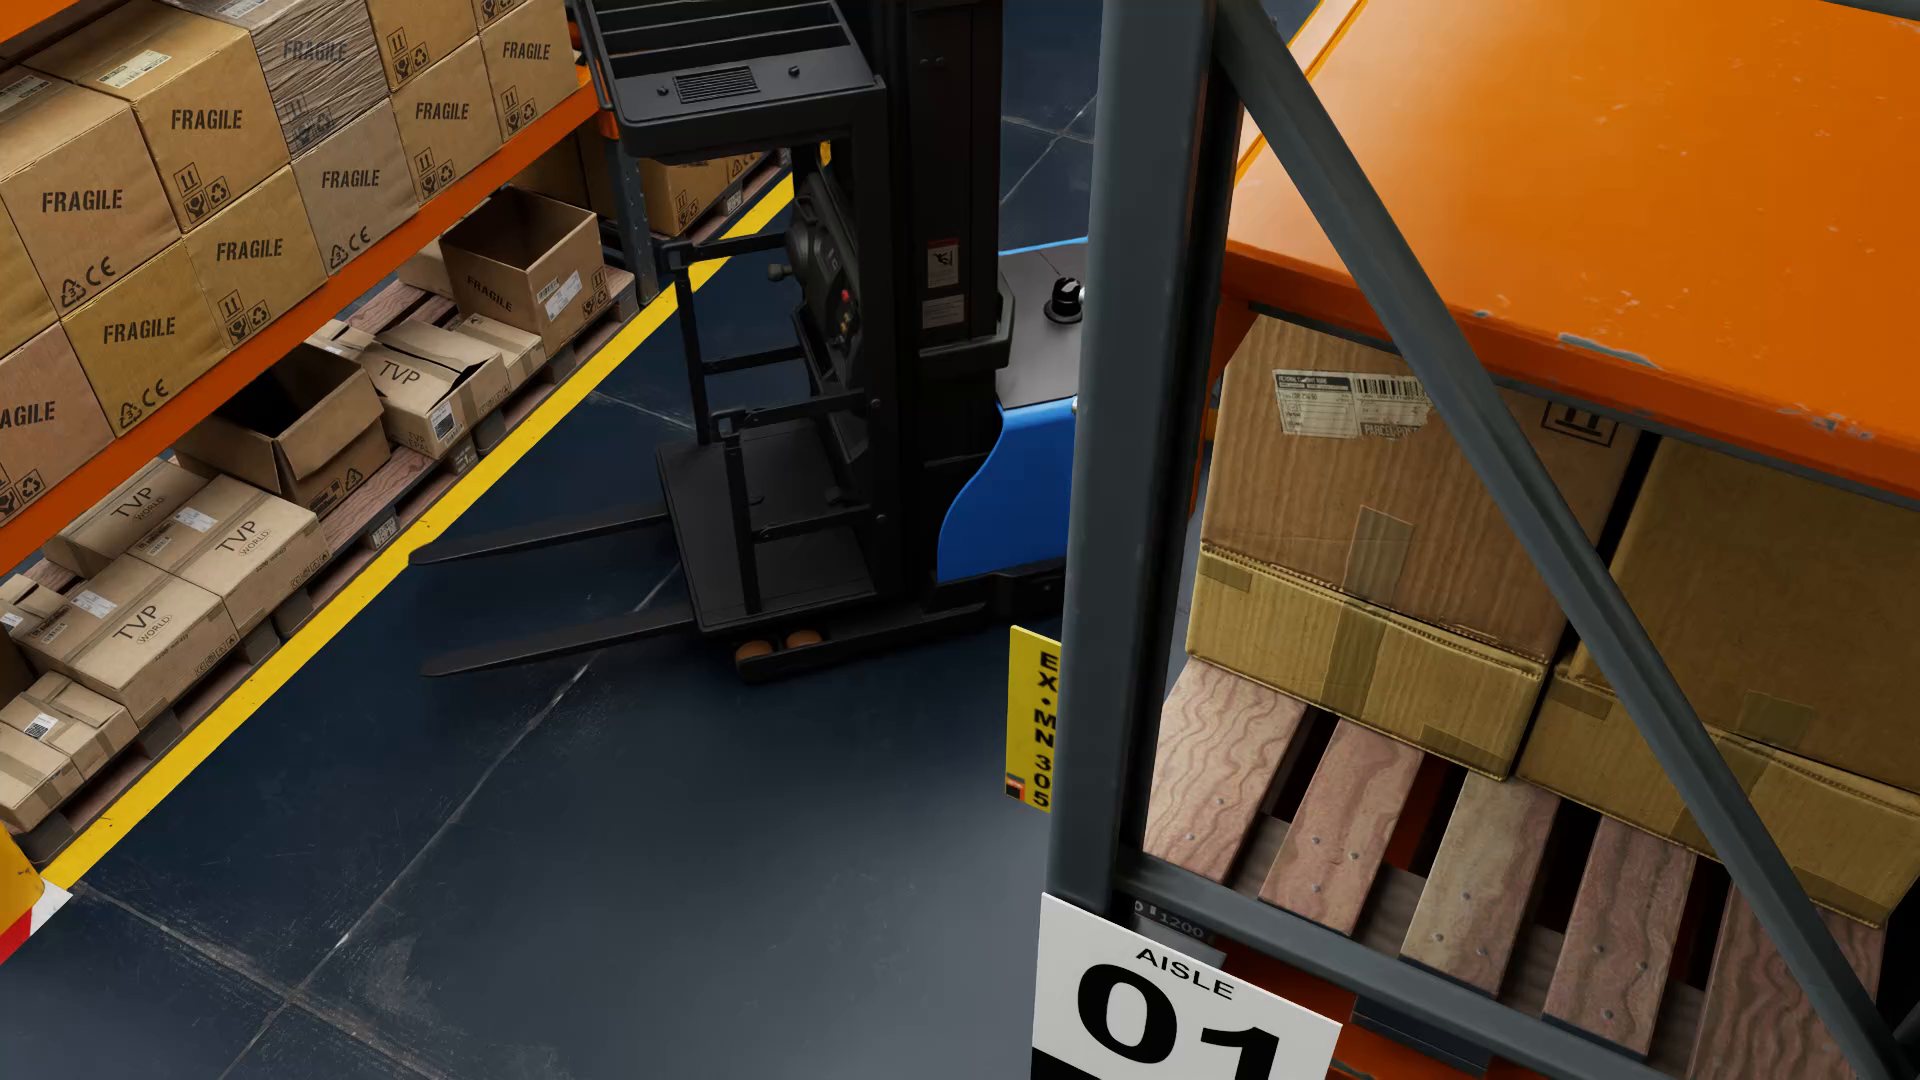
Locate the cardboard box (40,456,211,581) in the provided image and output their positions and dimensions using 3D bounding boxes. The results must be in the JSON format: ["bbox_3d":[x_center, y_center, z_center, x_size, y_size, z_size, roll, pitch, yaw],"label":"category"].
[{"bbox_3d":[-3.310,-0.079,6.622,0.500,0.250,0.500,20,49,19],"label":"cardboard box"}]

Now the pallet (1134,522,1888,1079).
[{"bbox_3d":[0.913,0.261,2.616,1.003,0.211,1.213,20,49,19],"label":"pallet"}]

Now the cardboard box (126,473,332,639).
[{"bbox_3d":[-2.844,0.055,6.490,0.500,0.250,0.500,20,49,19],"label":"cardboard box"}]

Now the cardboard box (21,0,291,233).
[{"bbox_3d":[-2.665,-1.423,5.554,0.500,0.500,0.500,20,49,19],"label":"cardboard box"}]

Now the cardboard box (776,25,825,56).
[{"bbox_3d":[-1.038,-2.550,8.890,0.500,0.500,0.500,21,49,20],"label":"cardboard box"}]

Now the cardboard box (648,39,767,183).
[{"bbox_3d":[-1.277,-2.238,8.581,0.500,0.500,0.500,21,49,20],"label":"cardboard box"}]

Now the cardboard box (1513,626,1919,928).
[{"bbox_3d":[1.134,0.192,2.362,0.500,0.250,0.500,23,50,21],"label":"cardboard box"}]

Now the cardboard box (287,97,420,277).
[{"bbox_3d":[-2.434,-1.384,6.218,0.500,0.500,0.500,22,49,20],"label":"cardboard box"}]

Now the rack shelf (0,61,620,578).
[{"bbox_3d":[-2.883,-0.885,6.301,1.077,0.370,4.000,20,49,19],"label":"rack shelf"}]

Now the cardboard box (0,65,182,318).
[{"bbox_3d":[-2.900,-1.103,5.237,0.500,0.500,0.500,21,49,20],"label":"cardboard box"}]

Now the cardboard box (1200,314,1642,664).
[{"bbox_3d":[0.676,-0.244,2.266,0.500,0.500,0.500,20,49,19],"label":"cardboard box"}]

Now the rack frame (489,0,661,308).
[{"bbox_3d":[-1.955,-2.398,7.291,1.000,3.000,0.127,20,49,19],"label":"rack frame"}]

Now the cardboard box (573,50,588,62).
[{"bbox_3d":[-1.743,-2.388,8.729,0.500,0.500,0.500,21,49,19],"label":"cardboard box"}]

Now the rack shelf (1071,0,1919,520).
[{"bbox_3d":[1.506,-1.220,2.696,1.077,0.370,4.000,20,49,19],"label":"rack shelf"}]

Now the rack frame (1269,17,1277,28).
[{"bbox_3d":[1.112,-1.736,7.692,0.500,1.500,0.032,7,46,7],"label":"rack frame"}]

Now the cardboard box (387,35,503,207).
[{"bbox_3d":[-2.198,-1.708,6.539,0.500,0.500,0.500,22,49,20],"label":"cardboard box"}]

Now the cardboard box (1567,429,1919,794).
[{"bbox_3d":[1.130,-0.073,2.097,0.500,0.500,0.500,19,48,18],"label":"cardboard box"}]

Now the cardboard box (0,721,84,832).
[{"bbox_3d":[-3.313,0.819,5.806,0.380,0.149,0.250,20,49,19],"label":"cardboard box"}]

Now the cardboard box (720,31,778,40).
[{"bbox_3d":[-1.050,-2.792,8.601,0.500,0.250,0.500,21,49,19],"label":"cardboard box"}]

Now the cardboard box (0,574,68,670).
[{"bbox_3d":[-3.510,0.314,6.293,0.380,0.166,0.250,20,49,19],"label":"cardboard box"}]

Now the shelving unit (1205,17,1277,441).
[{"bbox_3d":[1.023,-1.374,7.333,0.587,1.500,1.083,7,46,7],"label":"shelving unit"}]

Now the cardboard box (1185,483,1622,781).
[{"bbox_3d":[0.682,0.022,2.530,0.500,0.250,0.500,22,49,20],"label":"cardboard box"}]

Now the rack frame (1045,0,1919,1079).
[{"bbox_3d":[0.578,-0.354,1.053,1.000,3.000,0.127,20,49,19],"label":"rack frame"}]

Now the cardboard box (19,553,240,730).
[{"bbox_3d":[-3.076,0.370,6.179,0.500,0.250,0.500,20,49,19],"label":"cardboard box"}]

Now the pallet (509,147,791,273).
[{"bbox_3d":[-1.611,-1.943,8.801,1.003,0.211,1.213,20,49,19],"label":"pallet"}]

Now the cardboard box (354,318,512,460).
[{"bbox_3d":[-2.316,-0.682,7.176,0.500,0.311,0.500,20,49,19],"label":"cardboard box"}]

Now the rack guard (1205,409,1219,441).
[{"bbox_3d":[0.937,-0.586,7.433,0.587,0.250,0.087,7,46,7],"label":"rack guard"}]

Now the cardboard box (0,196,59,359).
[{"bbox_3d":[-3.136,-0.789,4.927,0.500,0.500,0.500,21,49,19],"label":"cardboard box"}]

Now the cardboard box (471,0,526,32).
[{"bbox_3d":[-1.960,-2.380,6.500,0.500,0.500,0.500,21,49,19],"label":"cardboard box"}]

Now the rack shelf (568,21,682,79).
[{"bbox_3d":[-1.027,-3.405,8.792,1.077,0.370,4.000,20,49,19],"label":"rack shelf"}]

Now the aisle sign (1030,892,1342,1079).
[{"bbox_3d":[0.278,0.788,2.315,0.394,0.787,0.004,20,49,19],"label":"aisle sign"}]

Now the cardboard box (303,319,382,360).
[{"bbox_3d":[-2.734,-0.815,7.409,0.380,0.166,0.250,20,49,19],"label":"cardboard box"}]

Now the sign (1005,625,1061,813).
[{"bbox_3d":[0.103,0.229,2.018,0.100,0.325,0.005,20,49,19],"label":"sign"}]

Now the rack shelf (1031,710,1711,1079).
[{"bbox_3d":[1.506,-0.306,3.620,1.077,0.370,4.000,20,49,19],"label":"rack shelf"}]

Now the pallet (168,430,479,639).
[{"bbox_3d":[-2.840,-0.214,7.093,1.003,0.211,1.213,20,49,19],"label":"pallet"}]

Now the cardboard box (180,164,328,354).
[{"bbox_3d":[-2.668,-1.062,5.900,0.500,0.500,0.500,21,49,20],"label":"cardboard box"}]

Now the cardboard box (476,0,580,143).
[{"bbox_3d":[-1.960,-2.033,6.860,0.500,0.500,0.500,21,49,20],"label":"cardboard box"}]

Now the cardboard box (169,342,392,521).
[{"bbox_3d":[-2.823,-0.490,6.851,0.797,0.503,0.637,20,49,19],"label":"cardboard box"}]

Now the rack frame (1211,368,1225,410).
[{"bbox_3d":[0.936,-1.024,6.988,0.500,1.500,0.032,7,46,7],"label":"rack frame"}]

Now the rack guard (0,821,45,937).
[{"bbox_3d":[-3.777,0.953,5.737,1.175,0.500,0.348,20,49,19],"label":"rack guard"}]

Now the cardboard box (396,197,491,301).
[{"bbox_3d":[-2.341,-1.414,7.900,0.500,0.311,0.500,20,49,19],"label":"cardboard box"}]

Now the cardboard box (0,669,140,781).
[{"bbox_3d":[-3.197,0.655,5.956,0.380,0.166,0.250,20,49,19],"label":"cardboard box"}]

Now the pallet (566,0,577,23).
[{"bbox_3d":[-1.487,-2.798,7.821,1.003,0.211,1.213,20,49,19],"label":"pallet"}]

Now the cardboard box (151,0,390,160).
[{"bbox_3d":[-2.430,-1.739,5.867,0.500,0.500,0.500,21,49,19],"label":"cardboard box"}]

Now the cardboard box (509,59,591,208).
[{"bbox_3d":[-1.980,-2.079,8.424,0.500,0.500,0.500,20,49,19],"label":"cardboard box"}]

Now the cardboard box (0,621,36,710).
[{"bbox_3d":[-3.778,0.422,5.952,0.500,0.500,0.500,20,49,19],"label":"cardboard box"}]

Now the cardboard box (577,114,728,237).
[{"bbox_3d":[-1.515,-1.898,8.245,0.500,0.500,0.500,18,48,17],"label":"cardboard box"}]

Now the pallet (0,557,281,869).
[{"bbox_3d":[-3.407,0.552,6.336,1.003,0.211,1.213,20,49,19],"label":"pallet"}]

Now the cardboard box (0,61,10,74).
[{"bbox_3d":[-3.378,-1.283,5.415,0.500,0.500,0.500,22,49,20],"label":"cardboard box"}]

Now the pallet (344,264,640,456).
[{"bbox_3d":[-2.275,-0.985,7.855,1.003,0.211,1.213,20,49,19],"label":"pallet"}]

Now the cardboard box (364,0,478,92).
[{"bbox_3d":[-2.196,-2.057,6.180,0.500,0.500,0.500,20,49,18],"label":"cardboard box"}]

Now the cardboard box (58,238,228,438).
[{"bbox_3d":[-2.902,-0.748,5.590,0.500,0.500,0.500,20,49,19],"label":"cardboard box"}]

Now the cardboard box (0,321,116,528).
[{"bbox_3d":[-3.137,-0.432,5.278,0.500,0.500,0.500,20,49,19],"label":"cardboard box"}]

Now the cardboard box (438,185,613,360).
[{"bbox_3d":[-1.968,-1.221,7.576,0.500,0.500,0.500,20,49,19],"label":"cardboard box"}]

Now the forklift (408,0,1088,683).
[{"bbox_3d":[-0.664,-0.901,5.860,3.031,2.935,1.130,-12,47,-12],"label":"forklift"}]

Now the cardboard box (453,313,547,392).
[{"bbox_3d":[-2.089,-0.842,7.448,0.380,0.149,0.250,20,49,19],"label":"cardboard box"}]

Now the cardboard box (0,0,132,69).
[{"bbox_3d":[-3.140,-1.606,5.735,0.500,0.500,0.500,22,49,20],"label":"cardboard box"}]
